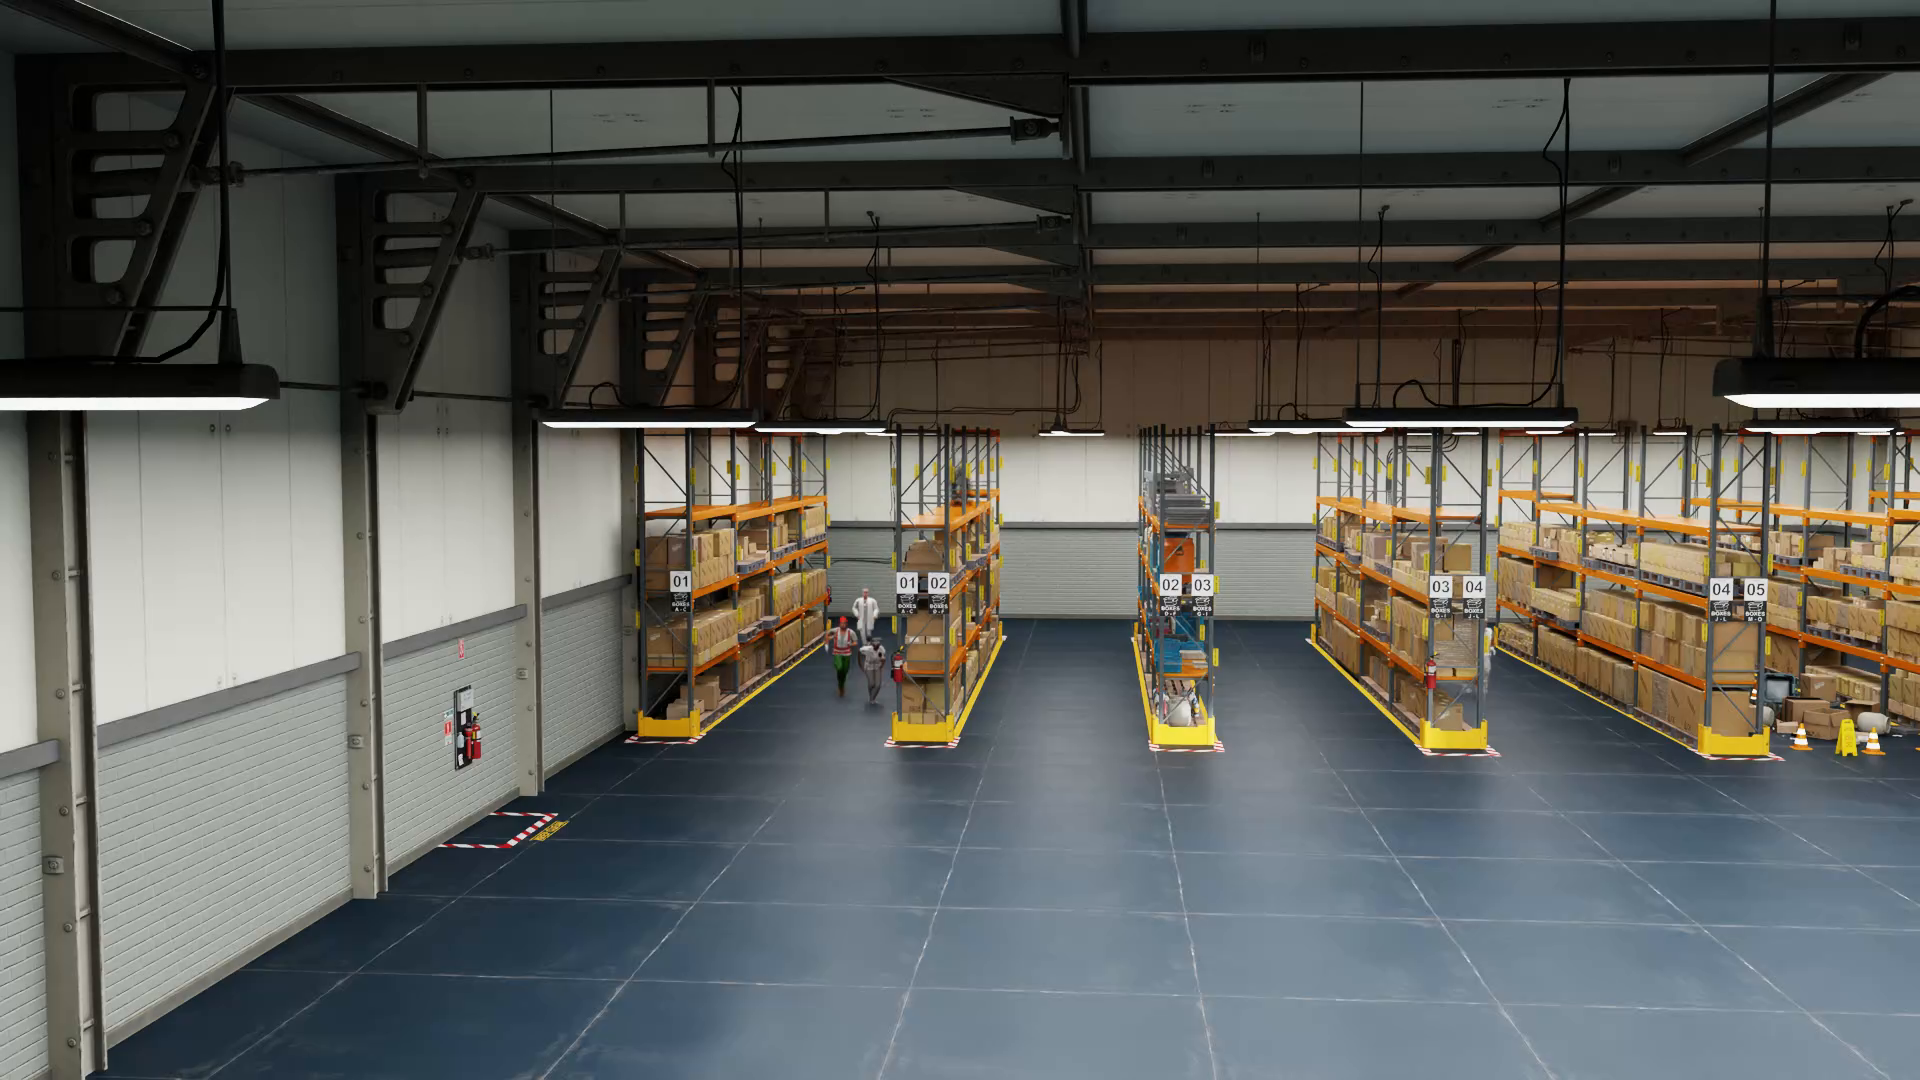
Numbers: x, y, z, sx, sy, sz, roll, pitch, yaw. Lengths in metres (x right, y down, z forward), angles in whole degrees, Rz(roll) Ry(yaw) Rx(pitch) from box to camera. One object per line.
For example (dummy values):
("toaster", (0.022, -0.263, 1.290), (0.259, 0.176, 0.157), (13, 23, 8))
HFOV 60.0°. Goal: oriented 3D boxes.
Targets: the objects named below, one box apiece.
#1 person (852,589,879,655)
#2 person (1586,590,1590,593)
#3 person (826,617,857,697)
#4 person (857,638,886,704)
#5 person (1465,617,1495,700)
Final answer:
("person", (-2.530, 2.165, 44.400), (0.712, 1.744, 0.719), (0, 3, -1))
("person", (17.024, 2.152, 45.245), (0.562, 1.623, 0.579), (-1, 4, -10))
("person", (-2.630, 2.583, 36.971), (0.694, 1.786, 0.841), (-1, 4, -8))
("person", (-1.892, 2.816, 35.717), (0.596, 1.484, 0.783), (-1, 4, -14))
("person", (11.544, 2.581, 36.847), (0.720, 1.795, 0.947), (0, 3, 0))
